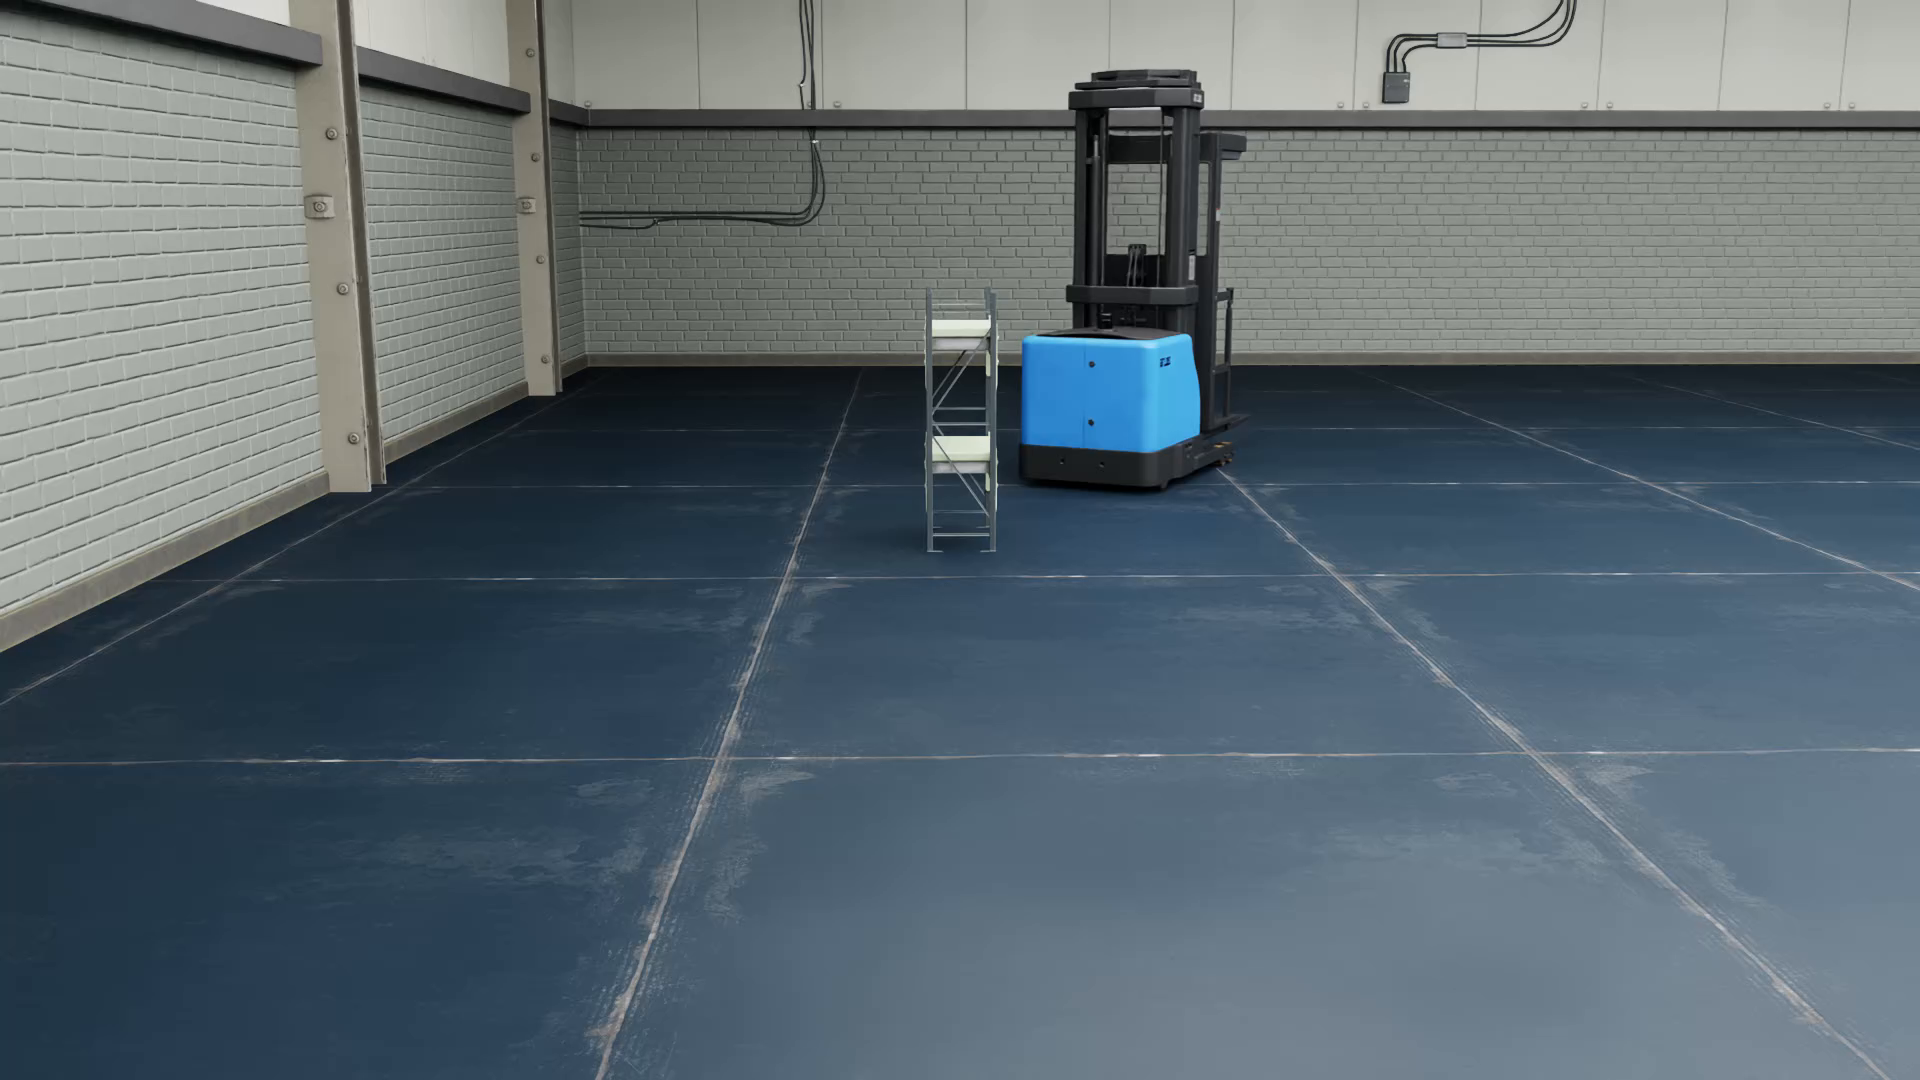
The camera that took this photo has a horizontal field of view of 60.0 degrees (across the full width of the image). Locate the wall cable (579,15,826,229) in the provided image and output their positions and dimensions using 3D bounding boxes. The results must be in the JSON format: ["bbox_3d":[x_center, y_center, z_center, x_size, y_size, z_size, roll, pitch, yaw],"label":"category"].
[{"bbox_3d":[-3.189,-5.049,20.123,3.097,2.526,0.112,0,11,-1],"label":"wall cable"}]

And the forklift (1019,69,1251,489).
[{"bbox_3d":[1.518,-2.042,12.755,1.130,2.935,3.031,5,13,25],"label":"forklift"}]

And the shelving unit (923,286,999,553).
[{"bbox_3d":[0.000,-0.736,9.917,0.431,1.500,0.755,0,11,-1],"label":"shelving unit"}]

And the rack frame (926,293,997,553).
[{"bbox_3d":[0.007,-0.664,9.558,0.400,1.500,0.023,0,11,-1],"label":"rack frame"}]

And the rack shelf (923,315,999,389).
[{"bbox_3d":[0.000,-1.119,9.839,0.431,0.370,0.720,0,11,-1],"label":"rack shelf"}]

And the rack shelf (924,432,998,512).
[{"bbox_3d":[0.000,-0.417,9.981,0.431,0.370,0.720,0,11,-1],"label":"rack shelf"}]

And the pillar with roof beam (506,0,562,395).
[{"bbox_3d":[-0.146,-5.997,16.988,9.100,9.000,0.400,0,11,-1],"label":"pillar with roof beam"}]

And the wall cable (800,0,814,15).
[{"bbox_3d":[-0.485,-7.535,19.676,3.097,2.526,0.112,0,11,-1],"label":"wall cable"}]

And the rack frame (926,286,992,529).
[{"bbox_3d":[-0.008,-0.809,10.275,0.400,1.500,0.023,0,11,-1],"label":"rack frame"}]

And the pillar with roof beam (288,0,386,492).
[{"bbox_3d":[-0.022,-4.805,11.109,9.100,9.000,0.400,0,11,-1],"label":"pillar with roof beam"}]

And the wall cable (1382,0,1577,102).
[{"bbox_3d":[6.302,-8.273,19.653,2.305,6.003,0.169,0,11,-1],"label":"wall cable"}]
